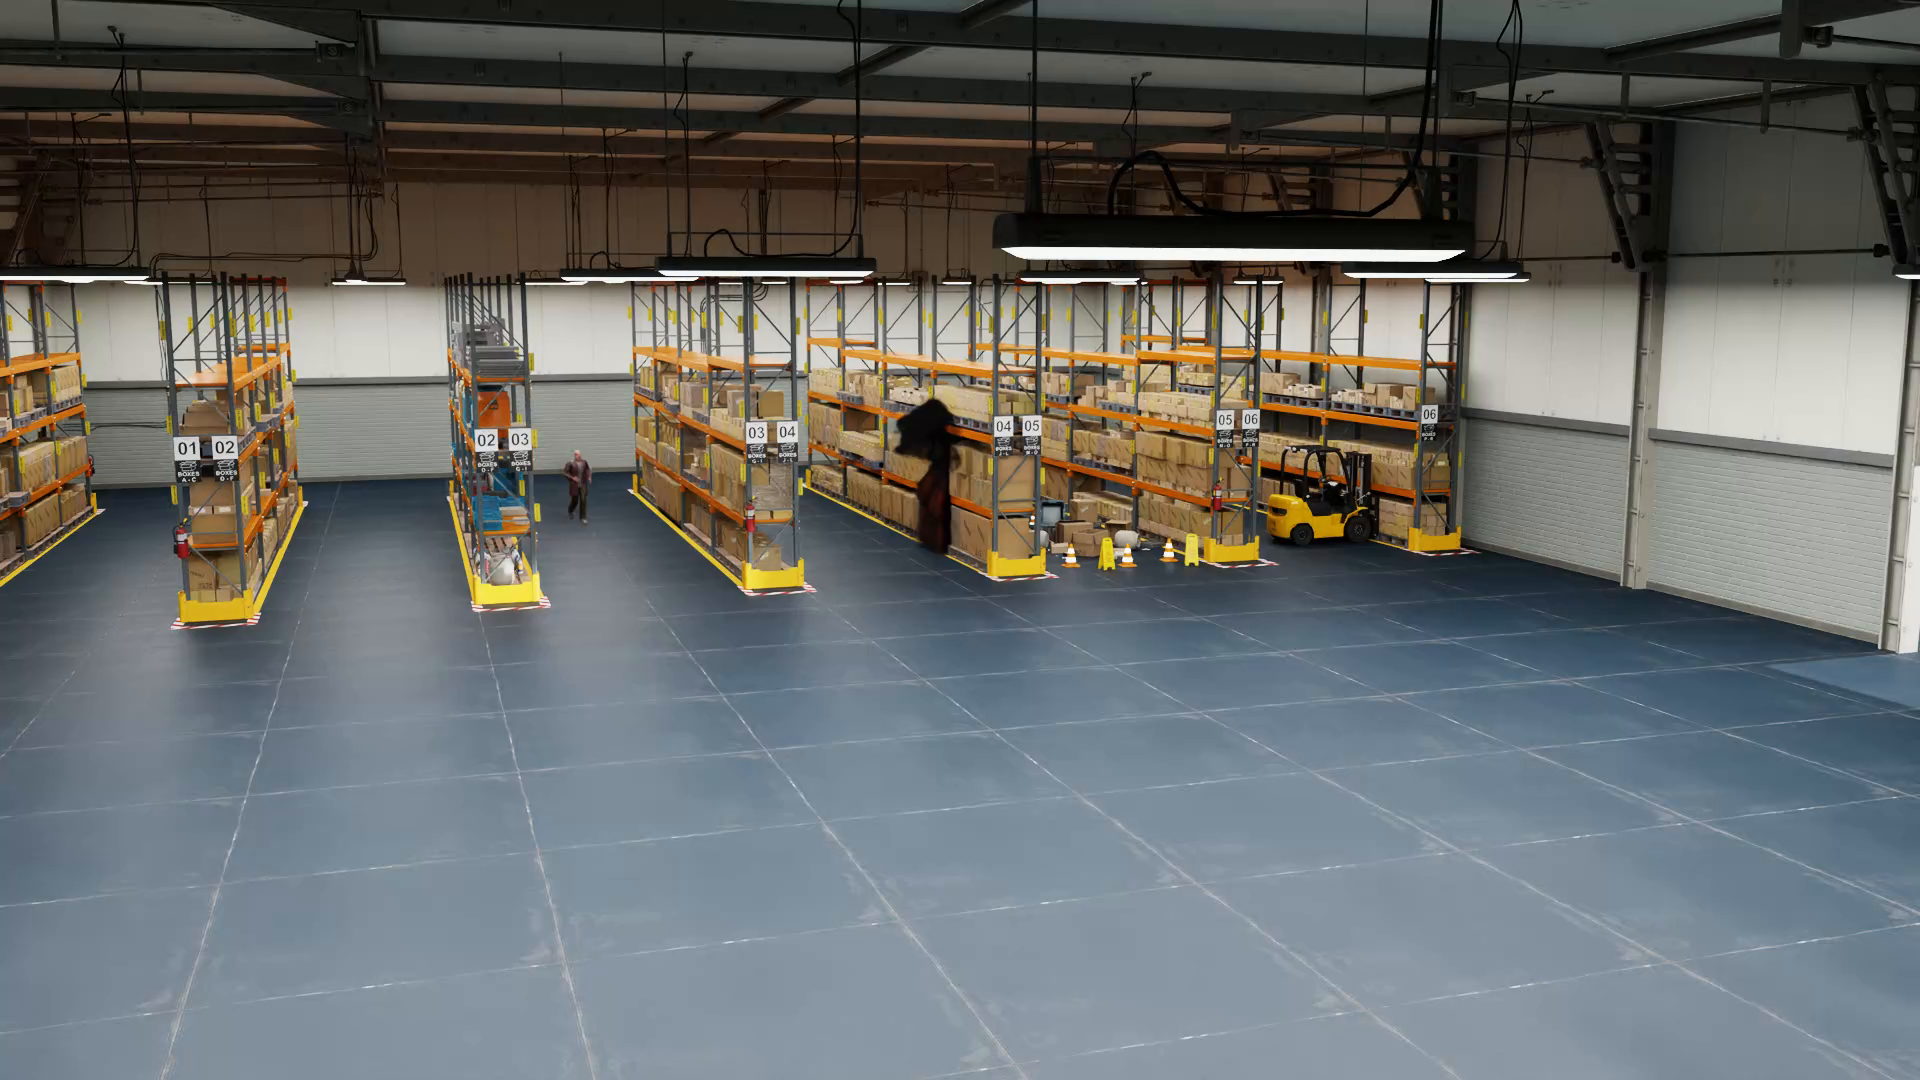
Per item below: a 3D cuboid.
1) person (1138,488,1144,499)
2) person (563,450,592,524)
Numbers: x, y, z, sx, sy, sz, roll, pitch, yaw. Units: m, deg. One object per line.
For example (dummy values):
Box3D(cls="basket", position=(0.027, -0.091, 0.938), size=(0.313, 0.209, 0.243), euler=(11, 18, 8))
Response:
Box3D(cls="person", position=(4.898, -1.945, 45.574), size=(0.653, 1.656, 0.731), euler=(-4, 9, -23))
Box3D(cls="person", position=(-9.390, -1.317, 40.899), size=(0.733, 1.791, 0.870), euler=(-5, 10, -32))
